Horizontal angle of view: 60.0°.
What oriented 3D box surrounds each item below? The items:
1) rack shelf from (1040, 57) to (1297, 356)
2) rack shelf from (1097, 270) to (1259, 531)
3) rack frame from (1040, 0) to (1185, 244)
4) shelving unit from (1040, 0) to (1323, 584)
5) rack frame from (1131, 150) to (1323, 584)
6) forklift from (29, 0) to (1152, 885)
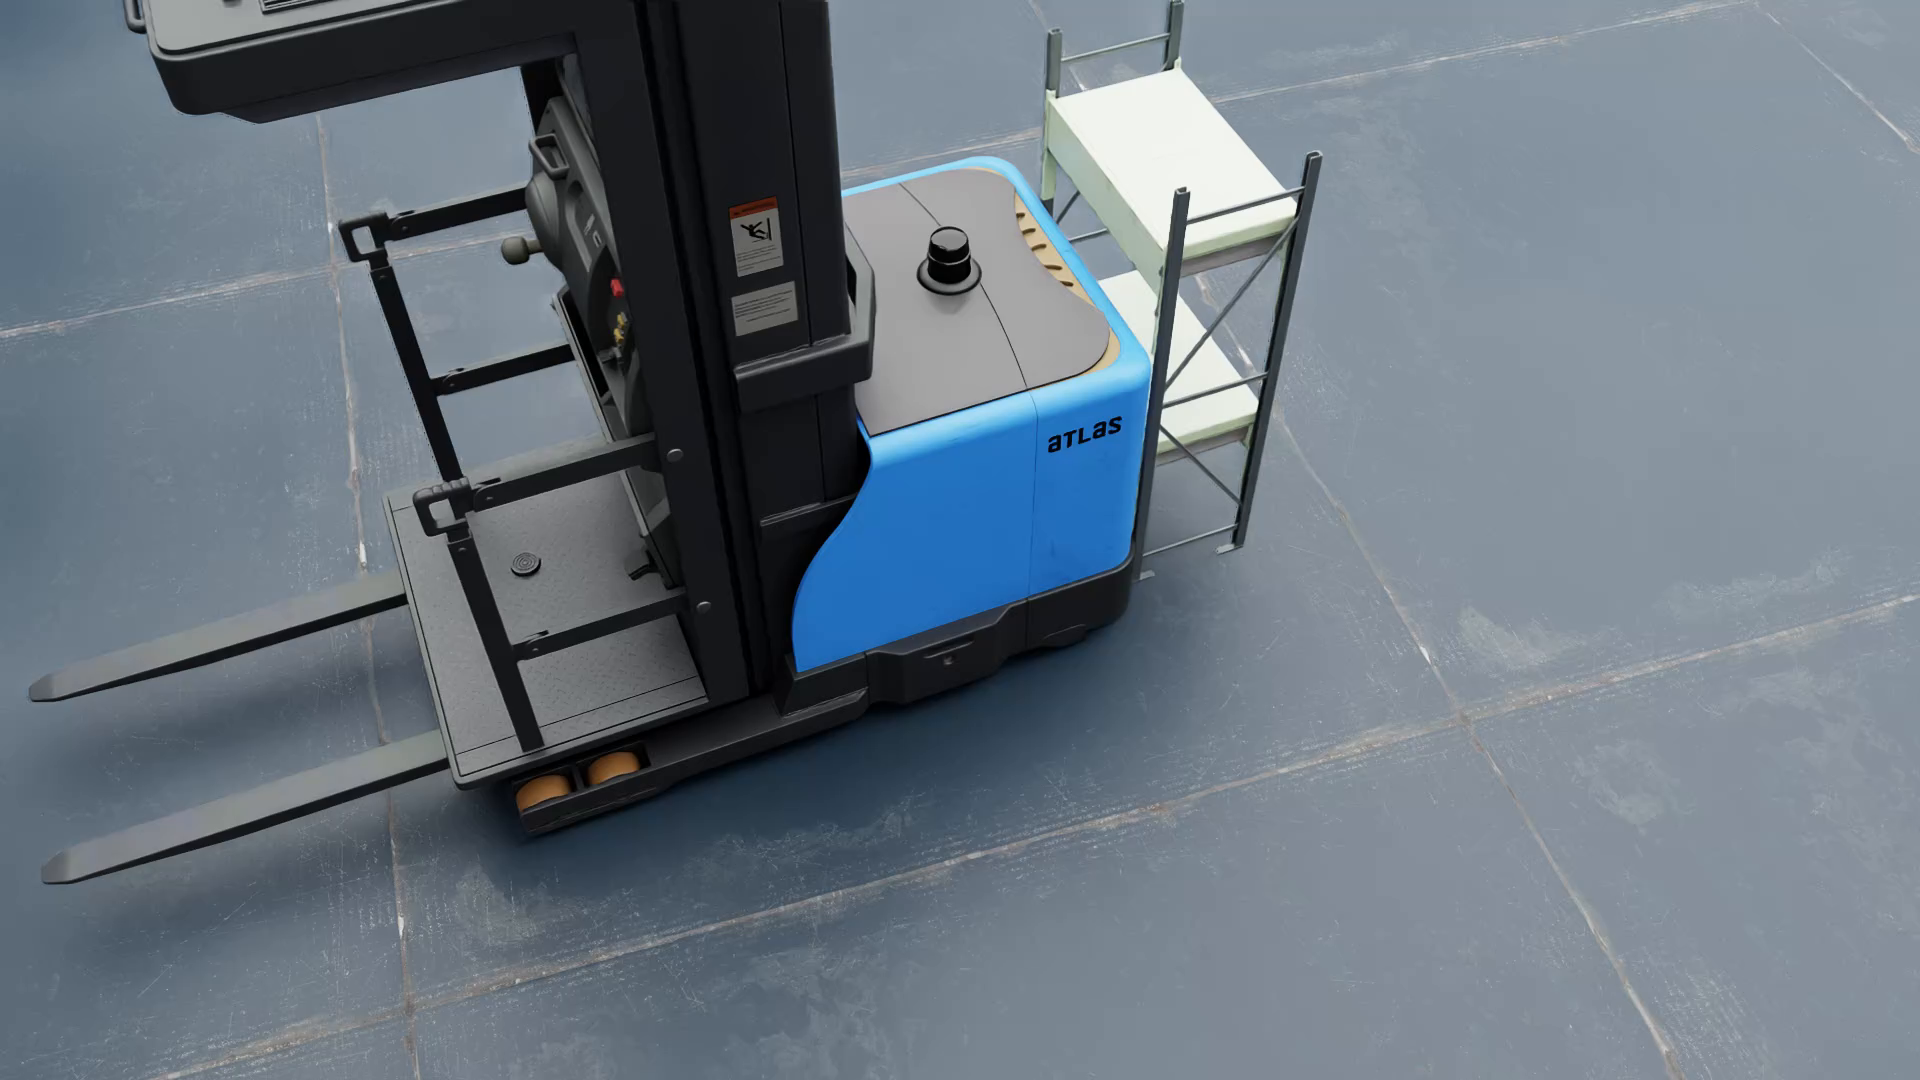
[{"bbox_3d":[0.563,-0.921,4.535,0.431,0.370,0.720,-18,52,-14],"label":"rack shelf"},{"bbox_3d":[0.563,-0.459,5.083,0.431,0.370,0.720,-18,52,-14],"label":"rack shelf"},{"bbox_3d":[0.423,-0.928,5.051,0.400,1.500,0.023,-18,52,-14],"label":"rack frame"},{"bbox_3d":[0.563,-0.670,4.833,0.431,1.500,0.755,-18,52,-14],"label":"shelving unit"},{"bbox_3d":[0.704,-0.411,4.616,0.400,1.500,0.023,-18,52,-14],"label":"rack frame"},{"bbox_3d":[-1.059,-0.608,3.845,3.031,2.935,1.130,-18,52,-14],"label":"forklift"}]
